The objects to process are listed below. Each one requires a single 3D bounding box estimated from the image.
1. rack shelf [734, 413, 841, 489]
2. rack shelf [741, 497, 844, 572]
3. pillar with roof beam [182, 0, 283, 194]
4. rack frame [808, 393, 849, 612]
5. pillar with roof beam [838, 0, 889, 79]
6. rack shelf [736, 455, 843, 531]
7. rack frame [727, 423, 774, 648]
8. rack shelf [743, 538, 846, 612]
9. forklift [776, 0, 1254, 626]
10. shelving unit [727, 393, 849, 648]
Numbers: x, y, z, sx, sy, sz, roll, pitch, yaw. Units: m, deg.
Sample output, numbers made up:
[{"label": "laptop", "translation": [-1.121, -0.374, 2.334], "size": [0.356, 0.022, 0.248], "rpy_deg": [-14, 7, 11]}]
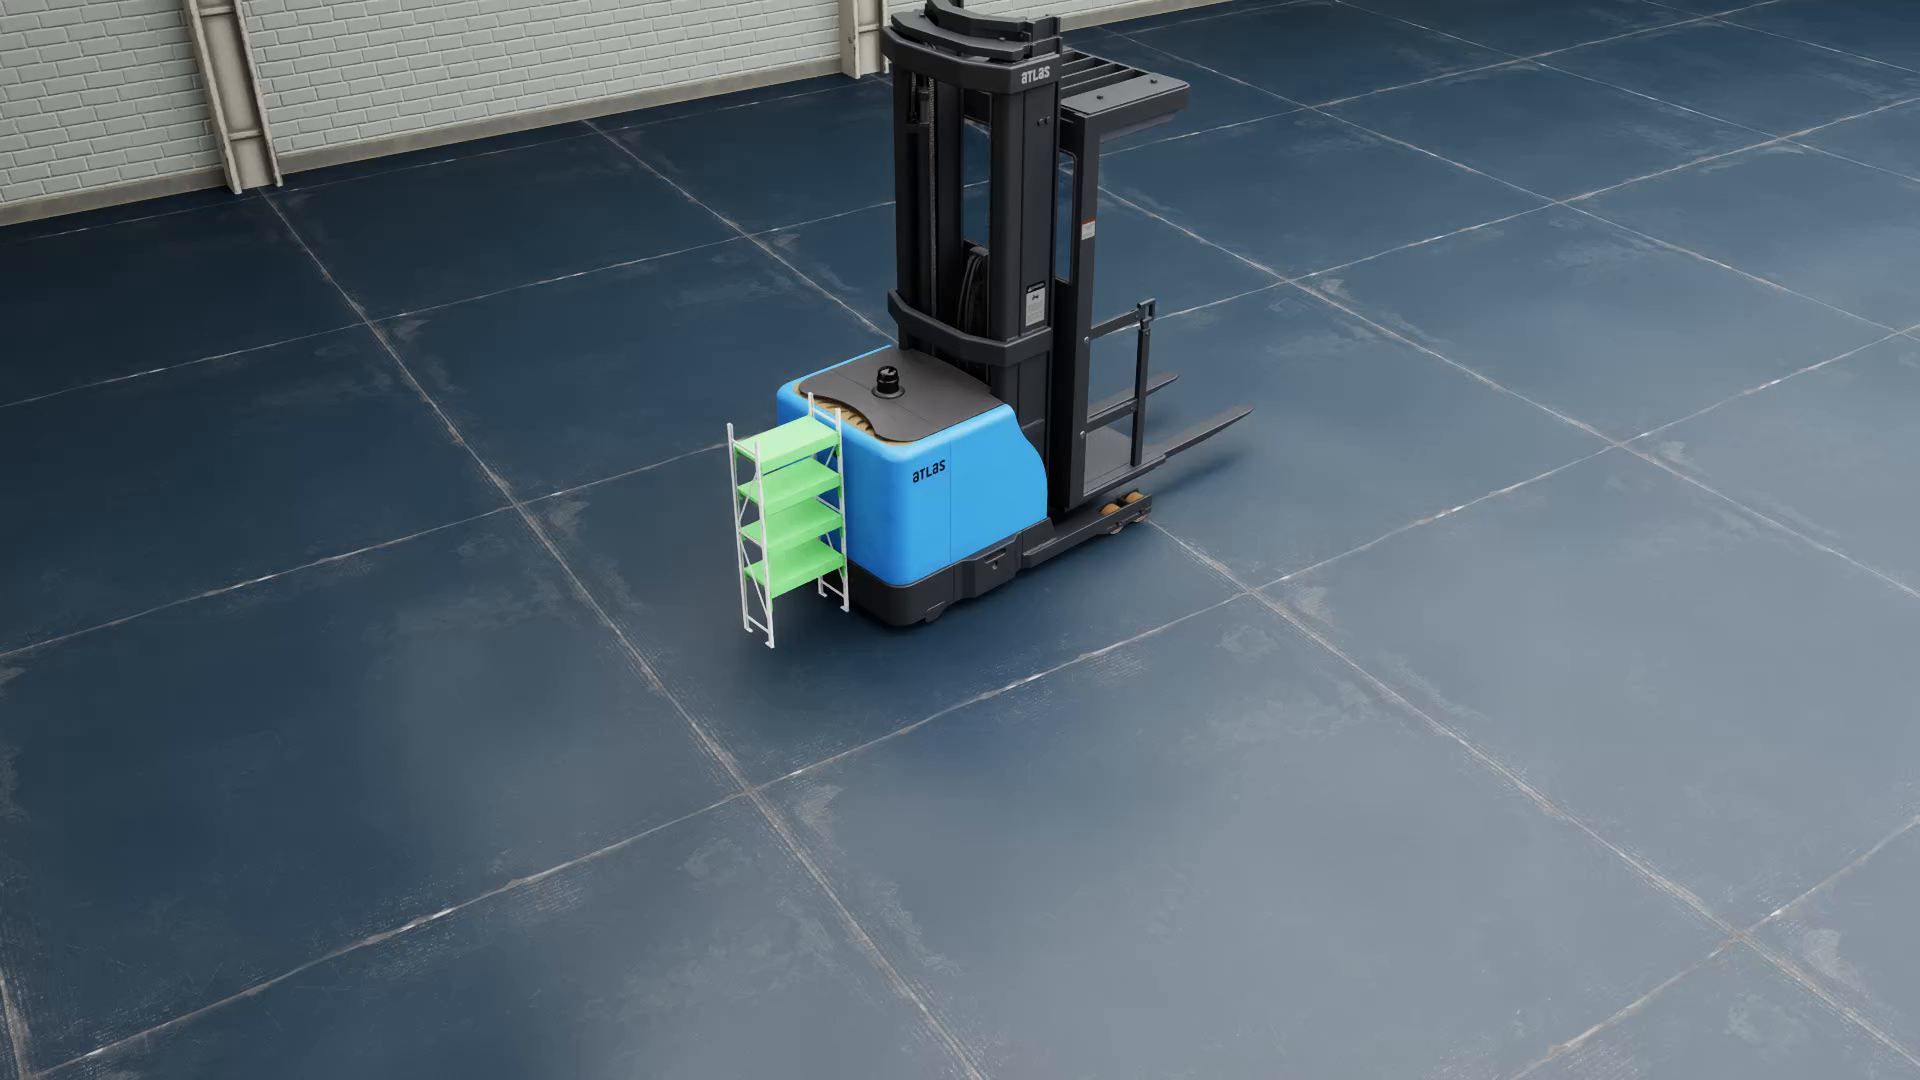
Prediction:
[{"label": "rack shelf", "translation": [-0.854, -0.443, 8.169], "size": [0.480, 0.148, 0.258], "rpy_deg": [-25, 40, -34]}, {"label": "rack shelf", "translation": [-0.854, -0.037, 8.425], "size": [0.480, 0.148, 0.258], "rpy_deg": [-25, 40, -34]}, {"label": "pillar with roof beam", "translation": [-3.678, -4.908, 8.717], "size": [0.400, 9.000, 9.100], "rpy_deg": [-19, 37, -27]}, {"label": "rack frame", "translation": [-0.672, -0.178, 8.529], "size": [0.015, 1.200, 0.240], "rpy_deg": [-25, 40, -34]}, {"label": "pillar with roof beam", "translation": [1.365, -6.642, 11.466], "size": [0.400, 9.000, 9.100], "rpy_deg": [-19, 37, -27]}, {"label": "rack shelf", "translation": [-0.854, -0.240, 8.297], "size": [0.480, 0.148, 0.258], "rpy_deg": [-25, 40, -34]}, {"label": "rack frame", "translation": [-1.036, -0.004, 8.254], "size": [0.015, 1.200, 0.240], "rpy_deg": [-25, 40, -34]}, {"label": "rack shelf", "translation": [-0.854, 0.166, 8.553], "size": [0.480, 0.148, 0.258], "rpy_deg": [-25, 40, -34]}, {"label": "forklift", "translation": [0.464, -1.461, 8.941], "size": [3.031, 2.935, 1.130], "rpy_deg": [-26, 40, -34]}, {"label": "shelving unit", "translation": [-0.854, -0.091, 8.391], "size": [0.503, 1.200, 0.258], "rpy_deg": [-25, 40, -34]}]
